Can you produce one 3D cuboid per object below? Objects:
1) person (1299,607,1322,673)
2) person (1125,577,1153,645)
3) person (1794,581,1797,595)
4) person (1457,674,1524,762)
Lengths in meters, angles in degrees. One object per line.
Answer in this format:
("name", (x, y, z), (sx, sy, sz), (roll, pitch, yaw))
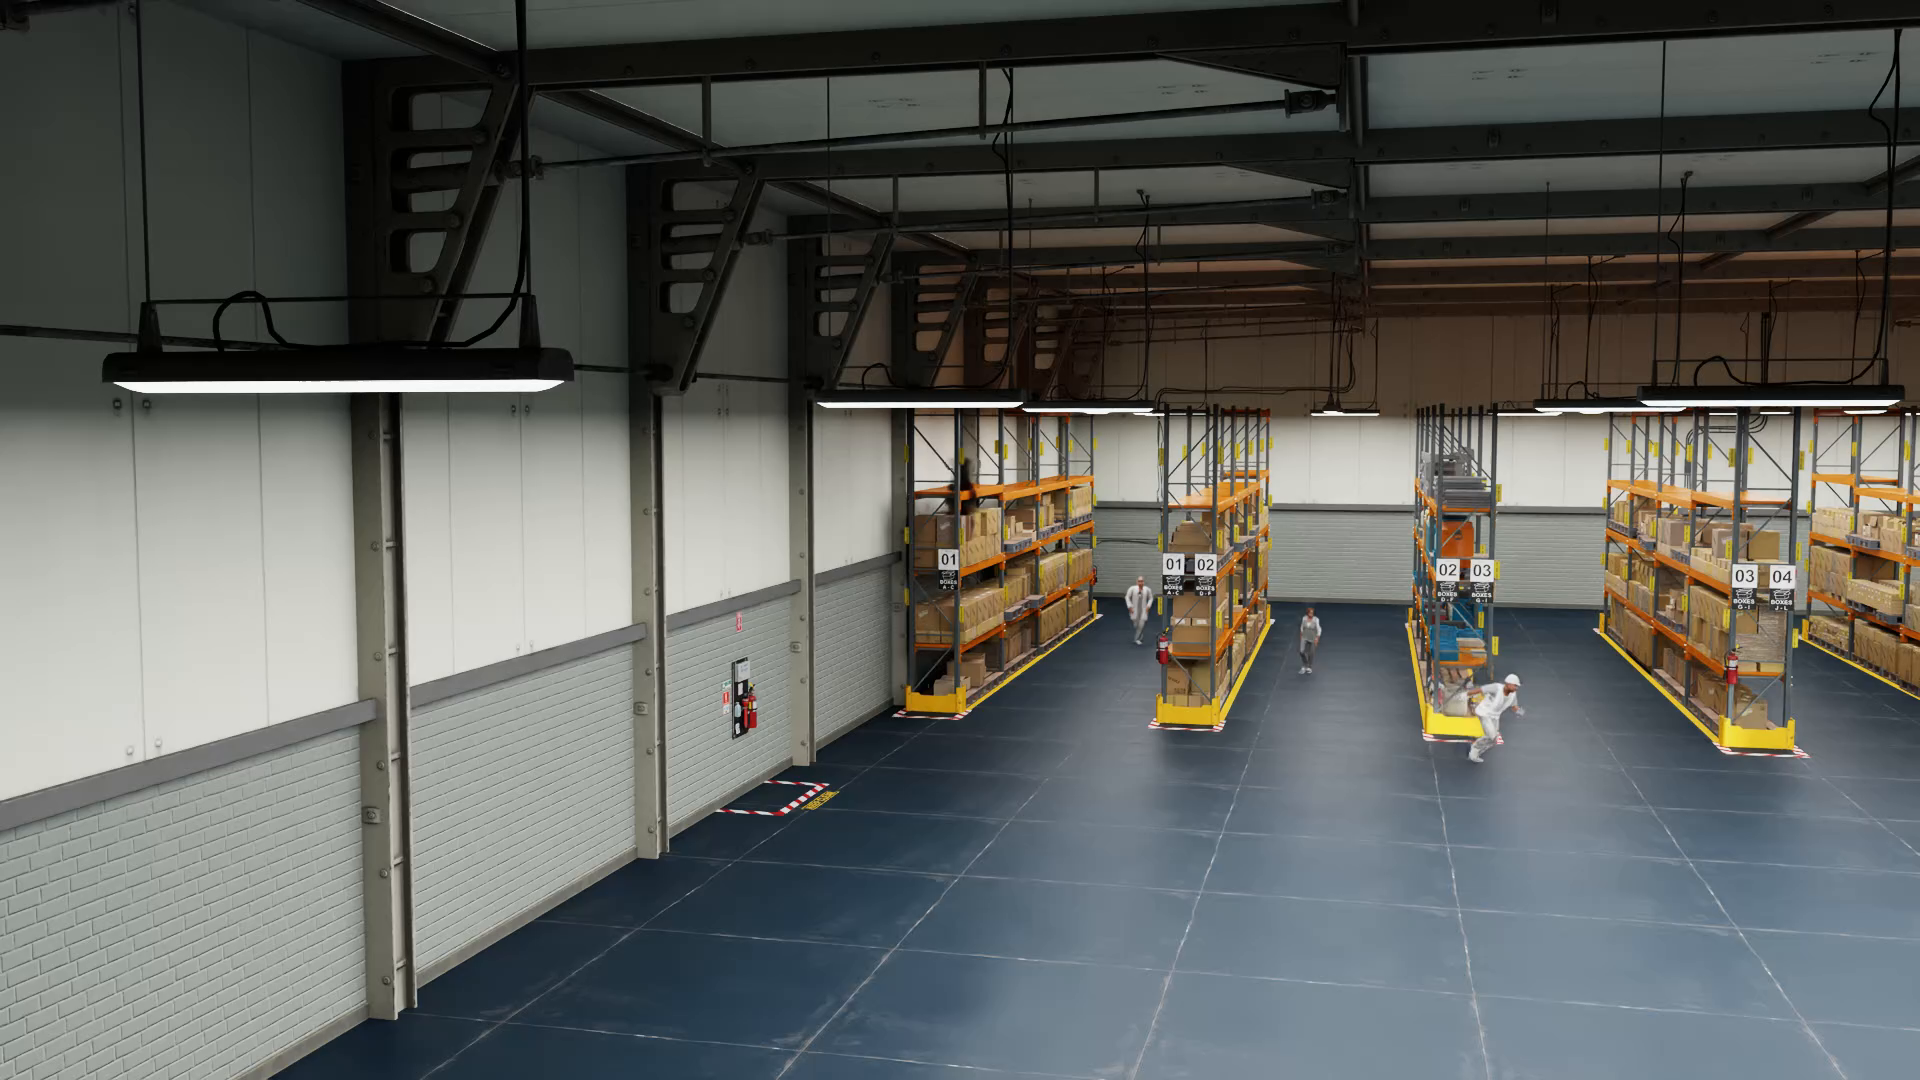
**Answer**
("person", (7.823, 2.240, 37.141), (0.522, 1.529, 0.729), (1, 4, 20))
("person", (4.561, 1.791, 42.321), (0.714, 1.719, 0.572), (0, 4, 5))
("person", (22.005, 1.622, 44.362), (0.682, 1.774, 0.683), (-2, 5, -24))
("person", (8.810, 2.945, 27.425), (0.721, 1.528, 1.020), (-2, 5, -30))
